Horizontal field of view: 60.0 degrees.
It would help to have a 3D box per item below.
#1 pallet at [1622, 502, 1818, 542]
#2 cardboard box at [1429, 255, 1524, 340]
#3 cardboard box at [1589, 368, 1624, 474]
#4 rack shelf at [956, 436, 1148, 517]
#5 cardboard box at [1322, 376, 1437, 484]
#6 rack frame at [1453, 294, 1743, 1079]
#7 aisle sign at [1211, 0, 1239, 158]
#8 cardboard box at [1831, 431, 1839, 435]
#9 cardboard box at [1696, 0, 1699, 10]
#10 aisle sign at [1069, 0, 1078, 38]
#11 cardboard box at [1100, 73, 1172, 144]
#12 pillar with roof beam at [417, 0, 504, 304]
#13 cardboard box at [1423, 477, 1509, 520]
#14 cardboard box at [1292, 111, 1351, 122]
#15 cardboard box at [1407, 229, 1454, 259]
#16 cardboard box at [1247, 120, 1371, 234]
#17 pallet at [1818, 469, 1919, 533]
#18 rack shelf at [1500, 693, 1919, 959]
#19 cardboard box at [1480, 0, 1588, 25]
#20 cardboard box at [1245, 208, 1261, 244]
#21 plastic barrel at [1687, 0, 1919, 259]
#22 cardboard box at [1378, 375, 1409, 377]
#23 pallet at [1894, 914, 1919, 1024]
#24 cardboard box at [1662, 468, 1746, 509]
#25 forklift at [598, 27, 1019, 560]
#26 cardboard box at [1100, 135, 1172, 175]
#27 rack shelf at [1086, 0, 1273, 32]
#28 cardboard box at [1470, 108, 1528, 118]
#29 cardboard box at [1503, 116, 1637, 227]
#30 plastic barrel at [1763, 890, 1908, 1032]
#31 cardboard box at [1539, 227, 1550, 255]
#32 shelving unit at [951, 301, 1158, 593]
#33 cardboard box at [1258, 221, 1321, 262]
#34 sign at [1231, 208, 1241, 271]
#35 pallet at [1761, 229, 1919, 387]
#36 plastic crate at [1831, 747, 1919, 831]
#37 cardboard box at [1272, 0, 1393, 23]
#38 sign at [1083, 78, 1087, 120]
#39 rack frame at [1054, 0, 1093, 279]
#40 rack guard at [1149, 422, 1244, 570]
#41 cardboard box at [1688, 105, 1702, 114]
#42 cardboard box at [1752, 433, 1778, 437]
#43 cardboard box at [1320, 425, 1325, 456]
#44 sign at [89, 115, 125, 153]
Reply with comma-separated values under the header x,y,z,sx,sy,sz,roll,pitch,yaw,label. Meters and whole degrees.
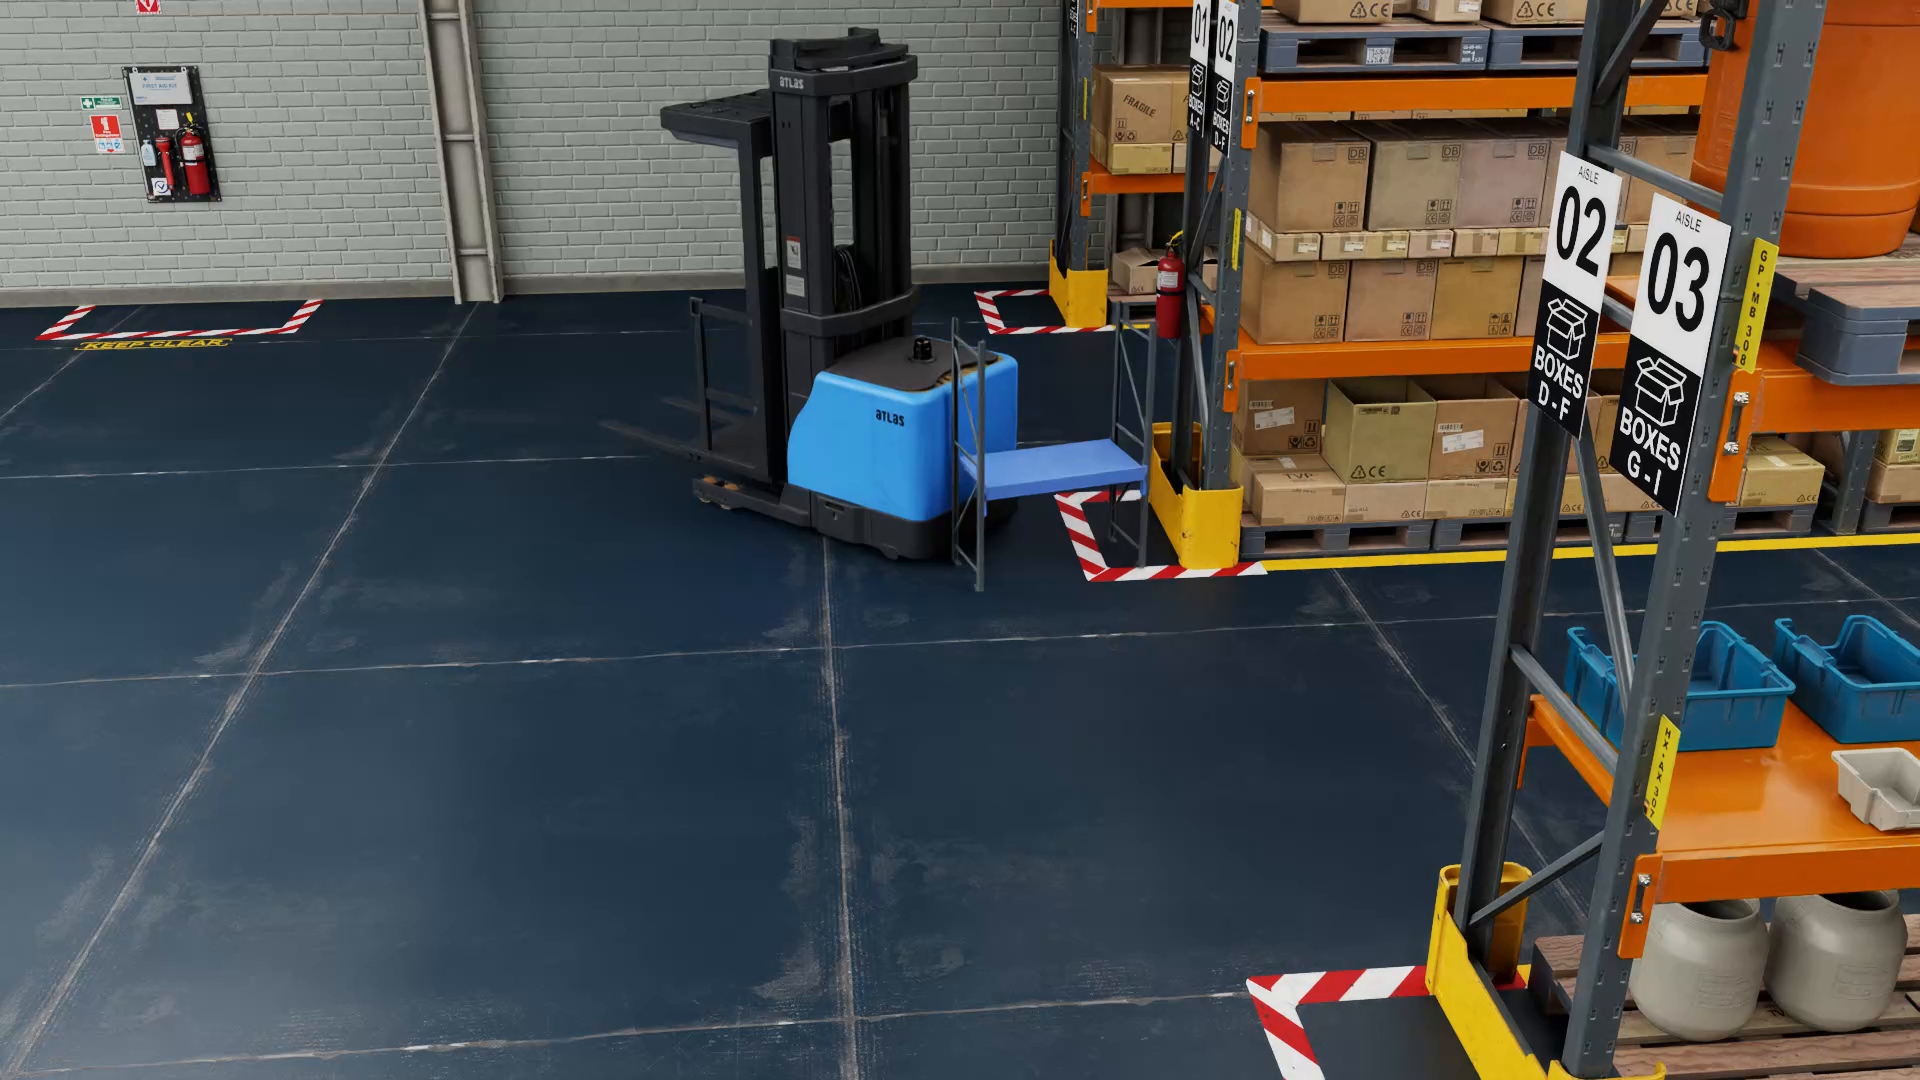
x,y,z,sx,sy,sz,roll,pitch,yaw,label
4.646,-0.307,10.681,1.213,0.211,1.003,-2,24,-5,pallet
2.944,-1.536,9.890,0.500,0.500,0.700,-2,24,-5,cardboard box
4.006,-0.731,10.146,0.500,0.500,0.500,-2,24,-5,cardboard box
0.526,-0.380,9.700,1.000,0.185,0.538,-8,25,-17,rack shelf
2.514,-0.667,10.002,0.500,0.500,0.500,-2,24,-5,cardboard box
1.944,0.566,5.284,0.127,3.000,1.000,-2,24,-5,rack frame
1.426,-2.498,8.977,0.004,0.787,0.394,-2,24,-5,aisle sign
5.816,-0.920,10.805,0.500,0.311,0.500,-2,24,-5,cardboard box
4.377,-3.247,9.590,0.500,0.311,0.500,-4,24,-8,cardboard box
0.928,-4.503,13.486,0.004,0.787,0.394,-2,24,-5,aisle sign
1.475,-3.620,13.937,0.500,0.500,0.500,-2,24,-5,cardboard box
-3.966,-4.578,9.471,0.400,9.000,9.100,-2,24,-5,pillar with roof beam
3.011,-0.345,10.201,0.500,0.250,0.500,-2,24,-5,cardboard box
2.995,-3.679,14.070,0.500,0.500,0.500,-2,24,-3,cardboard box
2.635,-1.738,9.544,0.250,0.149,0.380,-3,24,-6,cardboard box
1.979,-2.091,9.540,0.500,0.500,0.700,-2,24,-5,cardboard box
6.171,-0.367,10.816,1.213,0.211,1.003,-2,24,-5,pallet
3.934,0.815,5.610,4.000,0.370,1.077,-2,24,-5,rack shelf
3.141,-3.065,8.946,0.500,0.500,0.500,-2,24,-5,cardboard box
1.822,-1.871,9.845,0.250,0.149,0.380,-3,24,-6,cardboard box
2.415,-1.264,4.662,0.708,0.830,0.600,-2,24,-5,plastic barrel
2.959,-0.902,10.532,0.500,0.500,0.500,-2,24,-5,cardboard box
4.035,1.740,6.075,1.213,0.211,1.003,-2,24,-5,pallet
4.503,-0.409,10.345,0.500,0.250,0.500,-2,24,-5,cardboard box
-1.110,-1.684,10.430,3.031,2.935,1.130,17,29,34,forklift
1.487,-3.270,14.075,0.500,0.250,0.500,-3,24,-7,cardboard box
2.961,-4.561,14.010,4.000,0.370,1.077,-2,24,-5,rack shelf
4.511,-3.738,14.203,0.500,0.500,0.500,-2,24,-5,cardboard box
3.502,-2.154,9.684,0.500,0.500,0.700,-2,24,-5,cardboard box
3.090,1.433,5.878,0.421,0.512,0.421,0,24,0,plastic barrel
3.402,-1.768,9.614,0.250,0.149,0.380,-2,24,-5,cardboard box
0.526,-0.544,9.627,1.048,1.500,0.538,-8,25,-17,shelving unit
1.873,-1.707,9.476,0.250,0.149,0.380,-2,24,-6,cardboard box
1.510,-1.644,9.092,0.005,0.325,0.100,-2,24,-5,sign
2.777,-0.712,4.699,1.213,0.211,1.003,-2,24,-5,pallet
2.866,0.780,5.126,0.250,0.136,0.298,-2,24,-5,plastic crate
2.033,-3.132,9.093,0.637,0.503,0.797,-1,24,-1,cardboard box
1.024,-3.615,13.624,0.005,0.325,0.100,-2,24,-5,sign
0.970,-3.439,14.294,0.127,3.000,1.000,-2,24,-5,rack frame
1.437,-0.293,10.295,0.348,0.500,1.175,-2,24,-5,rack guard
6.670,-3.910,14.689,0.500,0.500,0.700,1,24,2,cardboard box
4.949,-0.982,10.712,0.500,0.500,0.500,-2,24,-5,cardboard box
2.462,-0.538,10.635,0.500,0.250,0.500,-2,24,-5,cardboard box
-7.412,-3.529,14.454,0.234,0.329,0.001,-2,24,-5,sign
